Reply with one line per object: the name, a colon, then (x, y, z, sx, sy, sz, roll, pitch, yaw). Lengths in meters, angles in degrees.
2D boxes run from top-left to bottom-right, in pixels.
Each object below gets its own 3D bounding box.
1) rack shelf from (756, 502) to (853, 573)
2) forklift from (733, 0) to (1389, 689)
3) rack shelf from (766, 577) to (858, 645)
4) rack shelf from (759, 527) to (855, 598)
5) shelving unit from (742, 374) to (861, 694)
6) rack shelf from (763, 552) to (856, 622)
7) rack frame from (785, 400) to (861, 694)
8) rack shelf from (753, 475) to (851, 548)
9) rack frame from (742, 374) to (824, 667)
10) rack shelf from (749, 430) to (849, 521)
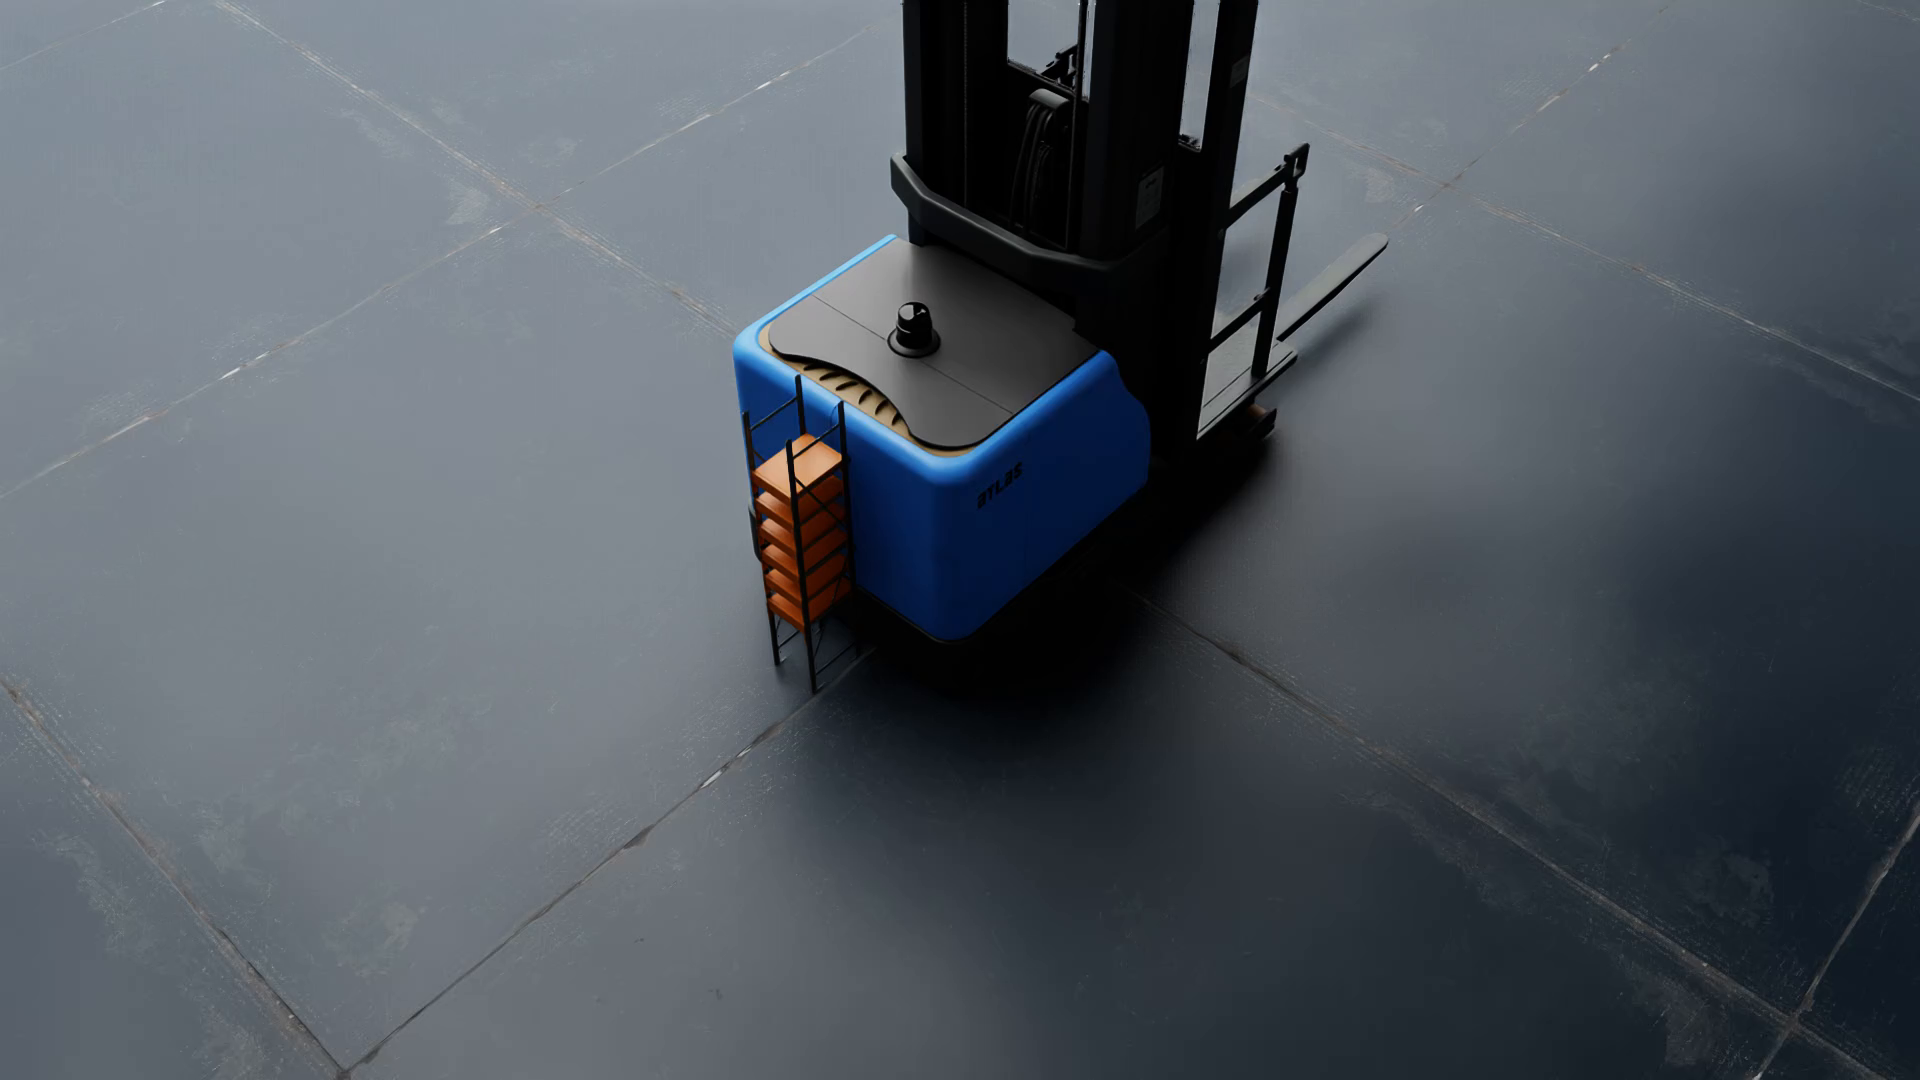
rack shelf: (-0.499, -0.039, 5.360, 0.180, 0.103, 0.258, 33, 55, 27)
forklift: (0.597, -1.492, 5.640, 1.130, 2.935, 3.031, 33, 55, 27)
rack shelf: (-0.499, 0.207, 5.622, 0.180, 0.103, 0.258, 33, 55, 27)
rack shelf: (-0.499, 0.043, 5.447, 0.180, 0.103, 0.258, 33, 55, 27)
shelving unit: (-0.499, 0.013, 5.415, 0.189, 1.200, 0.258, 33, 55, 27)
rack shelf: (-0.499, 0.125, 5.535, 0.180, 0.103, 0.258, 33, 55, 27)
rack frame: (-0.431, 0.057, 5.373, 0.006, 1.200, 0.240, 33, 55, 27)
rack shelf: (-0.499, -0.121, 5.272, 0.180, 0.103, 0.258, 33, 55, 27)
rack frame: (-0.568, -0.032, 5.457, 0.006, 1.200, 0.240, 33, 55, 27)
rack shelf: (-0.500, -0.203, 5.185, 0.180, 0.103, 0.258, 33, 55, 27)
